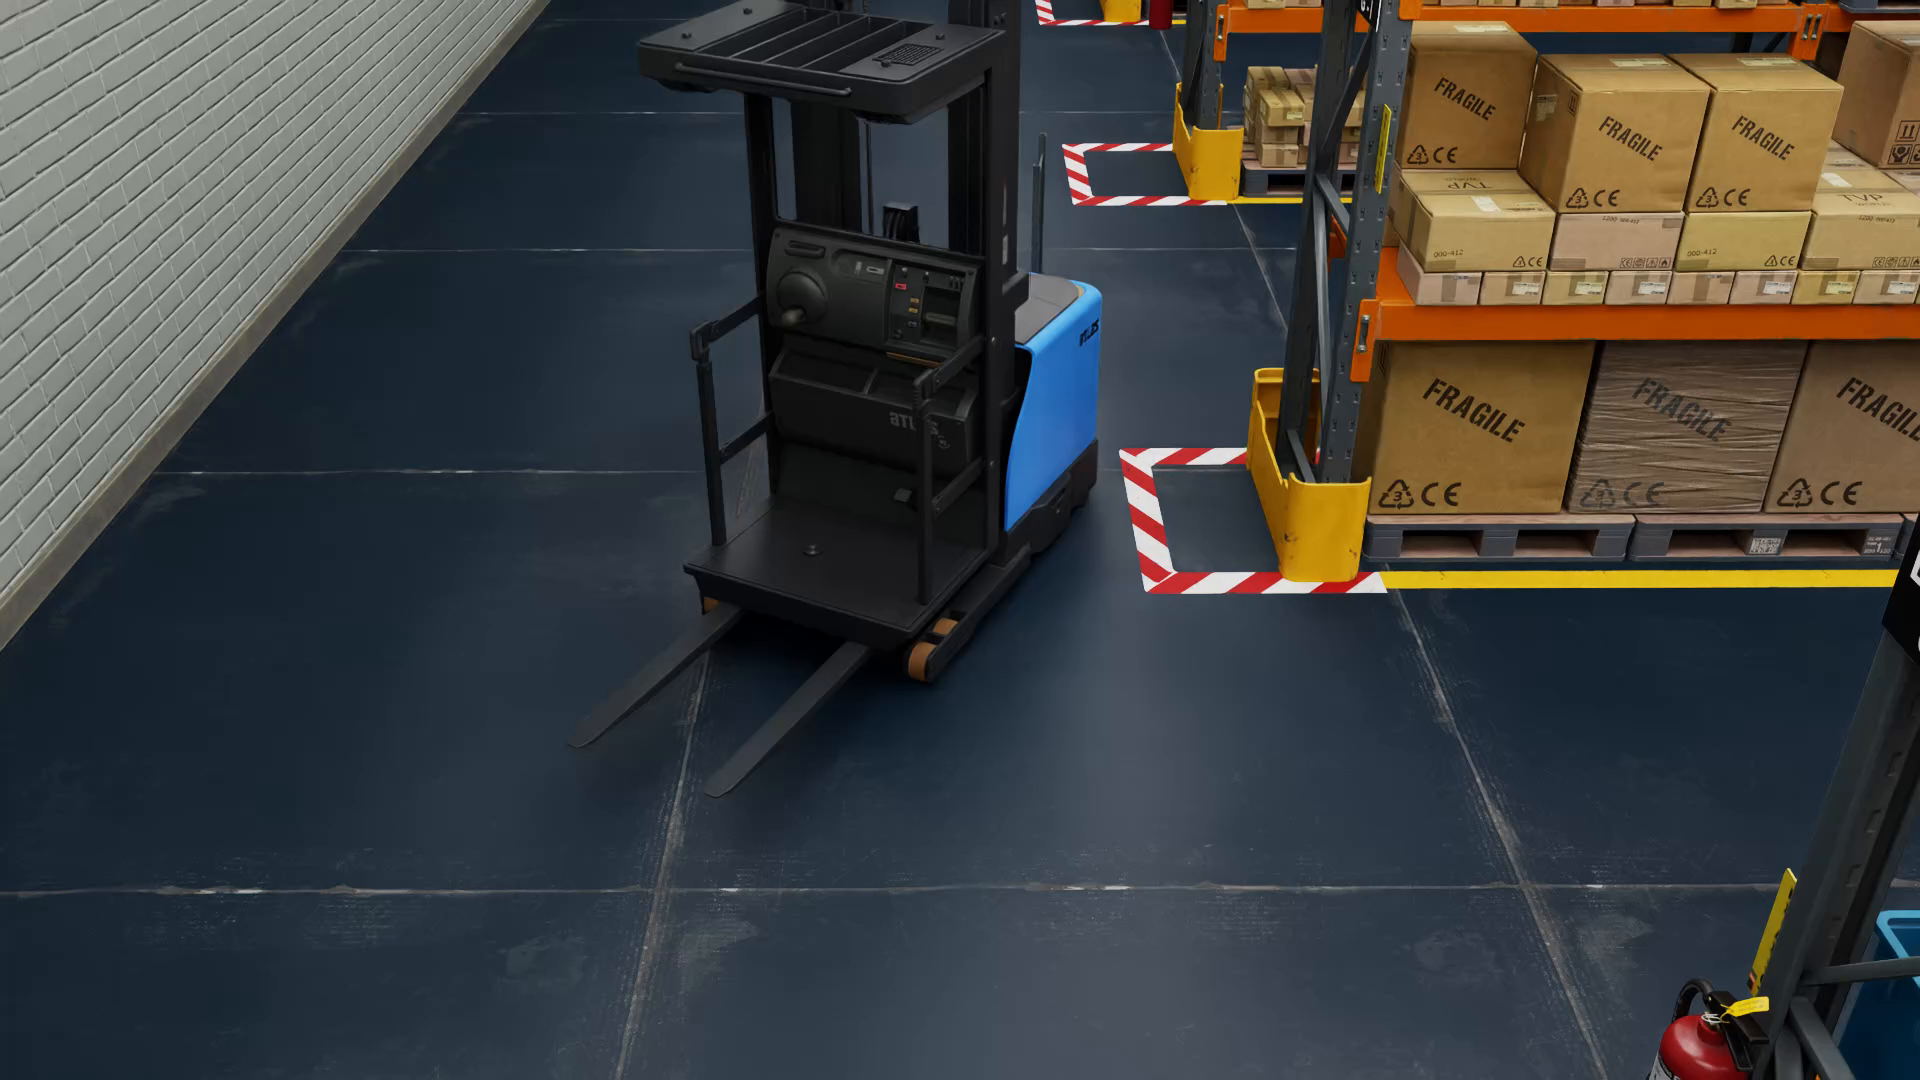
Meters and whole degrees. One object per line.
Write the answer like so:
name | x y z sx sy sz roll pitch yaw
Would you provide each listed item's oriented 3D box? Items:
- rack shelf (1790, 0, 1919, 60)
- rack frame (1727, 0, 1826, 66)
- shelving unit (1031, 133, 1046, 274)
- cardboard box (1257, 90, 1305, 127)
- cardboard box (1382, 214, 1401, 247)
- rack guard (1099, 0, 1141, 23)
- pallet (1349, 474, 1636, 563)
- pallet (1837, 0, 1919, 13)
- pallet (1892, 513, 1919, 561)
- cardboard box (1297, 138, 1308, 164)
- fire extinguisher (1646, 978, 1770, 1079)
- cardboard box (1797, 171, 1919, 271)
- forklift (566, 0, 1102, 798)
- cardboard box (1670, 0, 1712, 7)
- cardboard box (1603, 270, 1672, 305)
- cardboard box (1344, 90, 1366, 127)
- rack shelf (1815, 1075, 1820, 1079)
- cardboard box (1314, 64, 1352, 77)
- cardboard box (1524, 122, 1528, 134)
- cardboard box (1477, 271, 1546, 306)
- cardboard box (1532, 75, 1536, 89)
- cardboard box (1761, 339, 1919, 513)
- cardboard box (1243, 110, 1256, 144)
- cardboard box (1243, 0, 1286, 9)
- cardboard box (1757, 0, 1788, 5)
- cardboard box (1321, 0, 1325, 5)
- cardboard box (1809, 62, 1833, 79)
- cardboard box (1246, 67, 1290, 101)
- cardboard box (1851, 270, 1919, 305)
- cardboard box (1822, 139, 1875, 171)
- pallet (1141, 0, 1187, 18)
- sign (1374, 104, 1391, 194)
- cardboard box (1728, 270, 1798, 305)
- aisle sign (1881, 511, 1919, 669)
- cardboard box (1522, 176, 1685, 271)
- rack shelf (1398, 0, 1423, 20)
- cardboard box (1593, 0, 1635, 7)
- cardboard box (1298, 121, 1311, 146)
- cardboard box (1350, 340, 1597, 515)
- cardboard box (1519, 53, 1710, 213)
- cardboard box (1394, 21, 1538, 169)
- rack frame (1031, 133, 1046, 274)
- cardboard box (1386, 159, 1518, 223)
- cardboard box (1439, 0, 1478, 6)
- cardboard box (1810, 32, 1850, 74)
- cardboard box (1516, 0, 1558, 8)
rack shelf | 7.709 -3.681 11.619 4.000 0.370 1.077 0 31 0
rack frame | 5.709 -3.982 11.422 0.127 3.000 1.000 0 31 0
shelving unit | -0.124 -1.249 8.363 1.048 1.500 0.538 3 31 5
cardboard box | 2.236 -3.010 11.590 0.250 0.149 0.380 -2 31 -3
cardboard box | 1.993 -1.461 7.509 0.250 0.149 0.380 0 31 1
rack guard | 1.555 -5.469 16.281 0.348 0.500 1.175 0 31 0
pallet | 2.437 -0.248 7.955 1.213 0.211 1.003 0 31 0
pallet | 6.475 -3.827 11.351 1.213 0.211 1.003 0 31 0
pallet | 4.877 -0.255 7.967 1.213 0.211 1.003 0 31 0
cardboard box | 2.497 -2.810 11.832 0.250 0.149 0.380 0 31 0
fire extinguisher | 1.515 1.130 3.431 0.183 0.674 0.296 0 31 0
cardboard box | 3.664 -1.330 6.909 0.500 0.250 0.500 -1 31 -1
forklift | -0.457 -0.936 6.467 1.130 2.935 3.031 15 34 23
cardboard box | 4.901 -3.726 11.241 0.250 0.149 0.380 1 31 2
cardboard box | 2.769 -1.123 6.952 0.250 0.149 0.380 -1 31 -1
cardboard box | 2.763 -3.008 11.586 0.250 0.149 0.380 0 31 0
rack shelf | 3.668 1.474 3.123 4.000 0.370 1.077 0 31 0
cardboard box | 2.747 -3.356 12.159 0.250 0.149 0.380 -1 31 -1
cardboard box | 4.084 -2.936 11.754 0.250 0.149 0.380 -2 31 -3
cardboard box | 2.252 -1.121 6.948 0.250 0.149 0.380 -1 31 -1
cardboard box | 4.048 -3.293 12.055 0.250 0.149 0.380 -1 31 -2
cardboard box | 4.078 -0.717 7.684 0.875 0.875 0.875 0 31 0
cardboard box | 2.235 -3.040 12.213 0.250 0.149 0.380 0 31 1
cardboard box | 2.035 -3.694 11.188 0.250 0.149 0.380 0 31 -1
cardboard box | 5.425 -3.753 11.286 0.250 0.149 0.380 -1 31 -1
cardboard box | 2.559 -3.689 11.180 0.250 0.149 0.380 -1 31 -2
cardboard box | 6.448 -3.226 12.181 0.500 0.500 0.500 -1 31 -1
cardboard box | 2.237 -3.318 12.097 0.250 0.149 0.380 0 31 0
cardboard box | 3.796 -1.127 6.957 0.250 0.149 0.380 0 31 1
cardboard box | 3.658 -1.606 7.363 0.500 0.250 0.500 0 31 0
pallet | 2.378 -5.388 16.427 1.213 0.211 1.003 0 31 0
sign | 1.636 -1.513 6.441 0.005 0.325 0.100 0 31 0
cardboard box | 3.281 -1.125 6.954 0.250 0.149 0.380 0 31 -1
aisle sign | 1.595 -0.091 2.502 0.004 0.787 0.394 0 31 0
cardboard box | 2.640 -1.326 6.902 0.500 0.250 0.500 -1 31 -1
rack shelf | 3.638 -2.378 6.579 4.000 0.370 1.077 0 31 0
cardboard box | 4.371 -3.721 11.234 0.250 0.149 0.380 -1 31 -2
cardboard box | 2.509 -2.898 11.691 0.250 0.149 0.380 0 31 -1
cardboard box | 2.278 -0.712 7.674 0.875 0.875 0.875 0 31 0
cardboard box | 2.620 -1.644 6.702 0.500 0.500 0.500 -1 31 -1
cardboard box | 2.124 -1.918 7.155 0.500 0.500 0.500 0 31 0
rack frame | 0.382 -1.223 8.320 0.032 1.500 0.500 3 31 5
cardboard box | 2.121 -1.599 7.352 0.500 0.250 0.500 -1 31 -1
cardboard box | 3.336 -3.735 11.256 0.250 0.149 0.380 -1 31 -1
cardboard box | 6.453 -3.547 11.987 0.500 0.250 0.500 -1 31 -2
cardboard box | 3.862 -3.711 11.216 0.250 0.149 0.380 0 31 1
